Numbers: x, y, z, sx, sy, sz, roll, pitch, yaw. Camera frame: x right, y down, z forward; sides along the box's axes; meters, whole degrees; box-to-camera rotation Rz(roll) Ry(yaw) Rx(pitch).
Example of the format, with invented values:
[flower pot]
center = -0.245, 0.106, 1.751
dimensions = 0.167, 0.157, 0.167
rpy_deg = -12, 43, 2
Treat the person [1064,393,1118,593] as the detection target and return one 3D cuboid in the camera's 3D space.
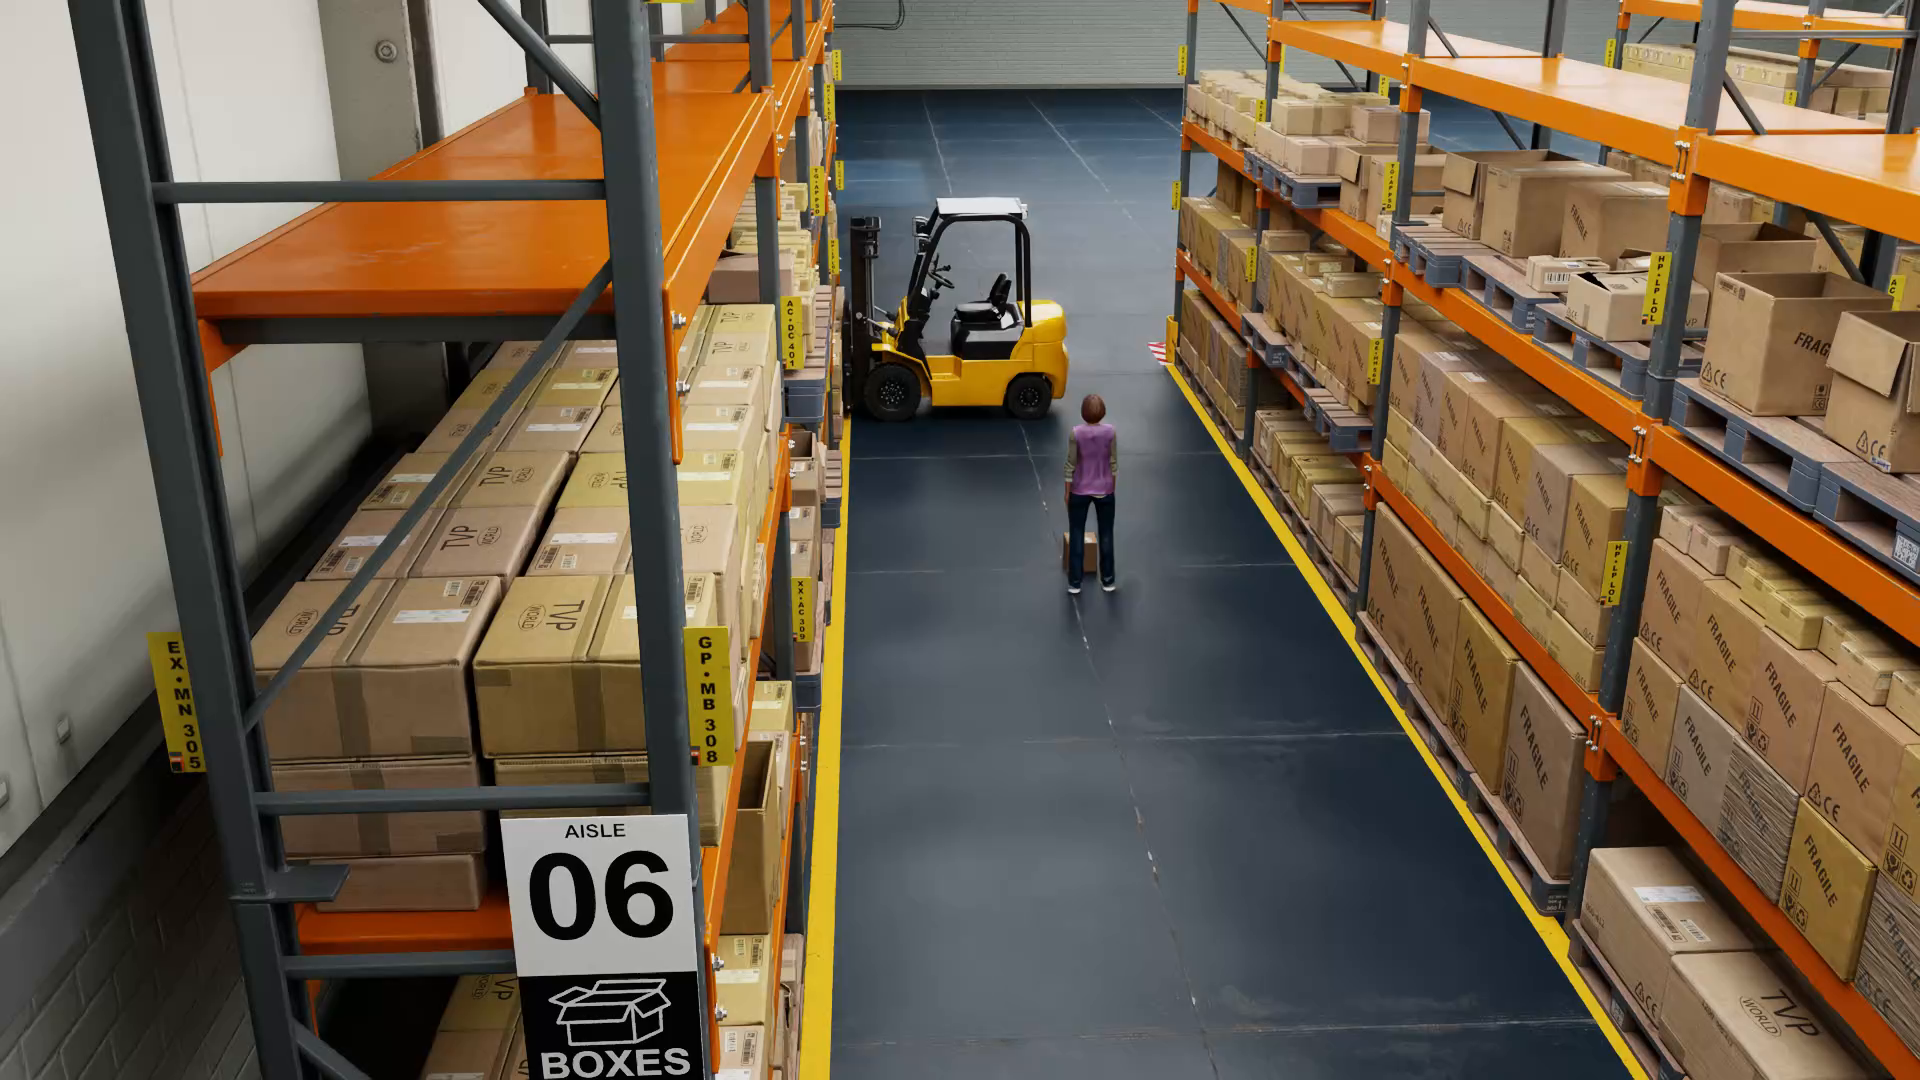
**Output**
[person]
center = 1.010, -0.364, 12.857
dimensions = 0.422, 1.591, 0.324
rpy_deg = -1, 21, -2
